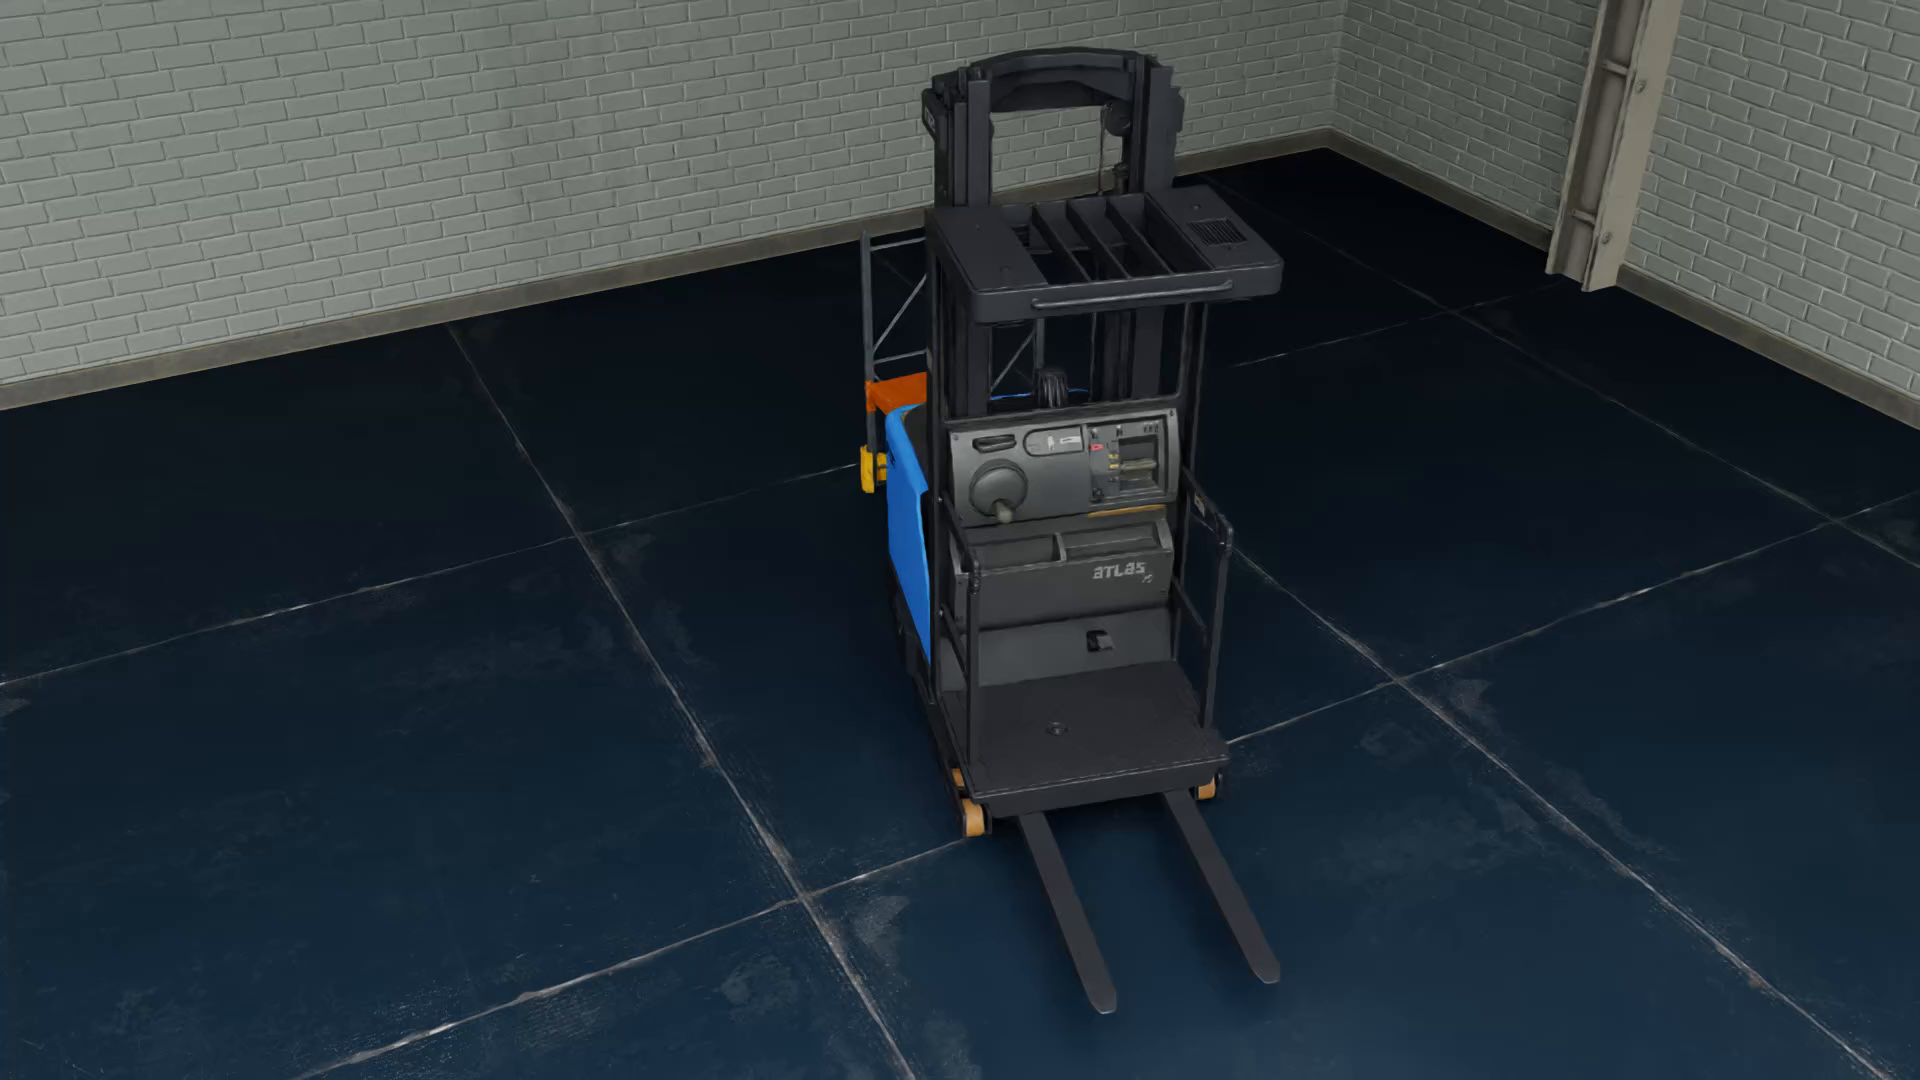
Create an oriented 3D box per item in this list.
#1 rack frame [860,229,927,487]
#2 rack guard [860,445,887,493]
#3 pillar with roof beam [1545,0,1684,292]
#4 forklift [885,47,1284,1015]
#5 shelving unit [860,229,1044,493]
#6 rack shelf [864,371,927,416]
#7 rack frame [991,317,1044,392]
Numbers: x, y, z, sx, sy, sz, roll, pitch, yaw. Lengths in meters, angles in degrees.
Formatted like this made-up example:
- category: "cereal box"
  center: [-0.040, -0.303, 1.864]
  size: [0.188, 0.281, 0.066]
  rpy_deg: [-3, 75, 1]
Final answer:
- category: "rack frame"
  center: [-0.278, -0.988, 8.902]
  size: [0.500, 1.500, 0.032]
  rpy_deg: [-15, 36, -22]
- category: "rack guard"
  center: [-0.269, -0.452, 9.224]
  size: [0.587, 0.250, 0.087]
  rpy_deg: [-15, 36, -22]
- category: "pillar with roof beam"
  center: [0.526, -4.535, 7.486]
  size: [9.100, 9.000, 0.400]
  rpy_deg: [-16, 36, -23]
- category: "forklift"
  center: [0.470, -0.238, 6.404]
  size: [1.130, 2.935, 3.031]
  rpy_deg: [-7, 33, -11]
- category: "shelving unit"
  center: [-0.050, -0.737, 8.510]
  size: [0.587, 1.500, 1.083]
  rpy_deg: [-15, 36, -22]
- category: "rack shelf"
  center: [-0.054, -0.590, 8.614]
  size: [0.538, 0.185, 1.000]
  rpy_deg: [-15, 36, -22]
- category: "rack frame"
  center: [0.170, -0.495, 8.133]
  size: [0.500, 1.500, 0.032]
  rpy_deg: [-15, 36, -22]
